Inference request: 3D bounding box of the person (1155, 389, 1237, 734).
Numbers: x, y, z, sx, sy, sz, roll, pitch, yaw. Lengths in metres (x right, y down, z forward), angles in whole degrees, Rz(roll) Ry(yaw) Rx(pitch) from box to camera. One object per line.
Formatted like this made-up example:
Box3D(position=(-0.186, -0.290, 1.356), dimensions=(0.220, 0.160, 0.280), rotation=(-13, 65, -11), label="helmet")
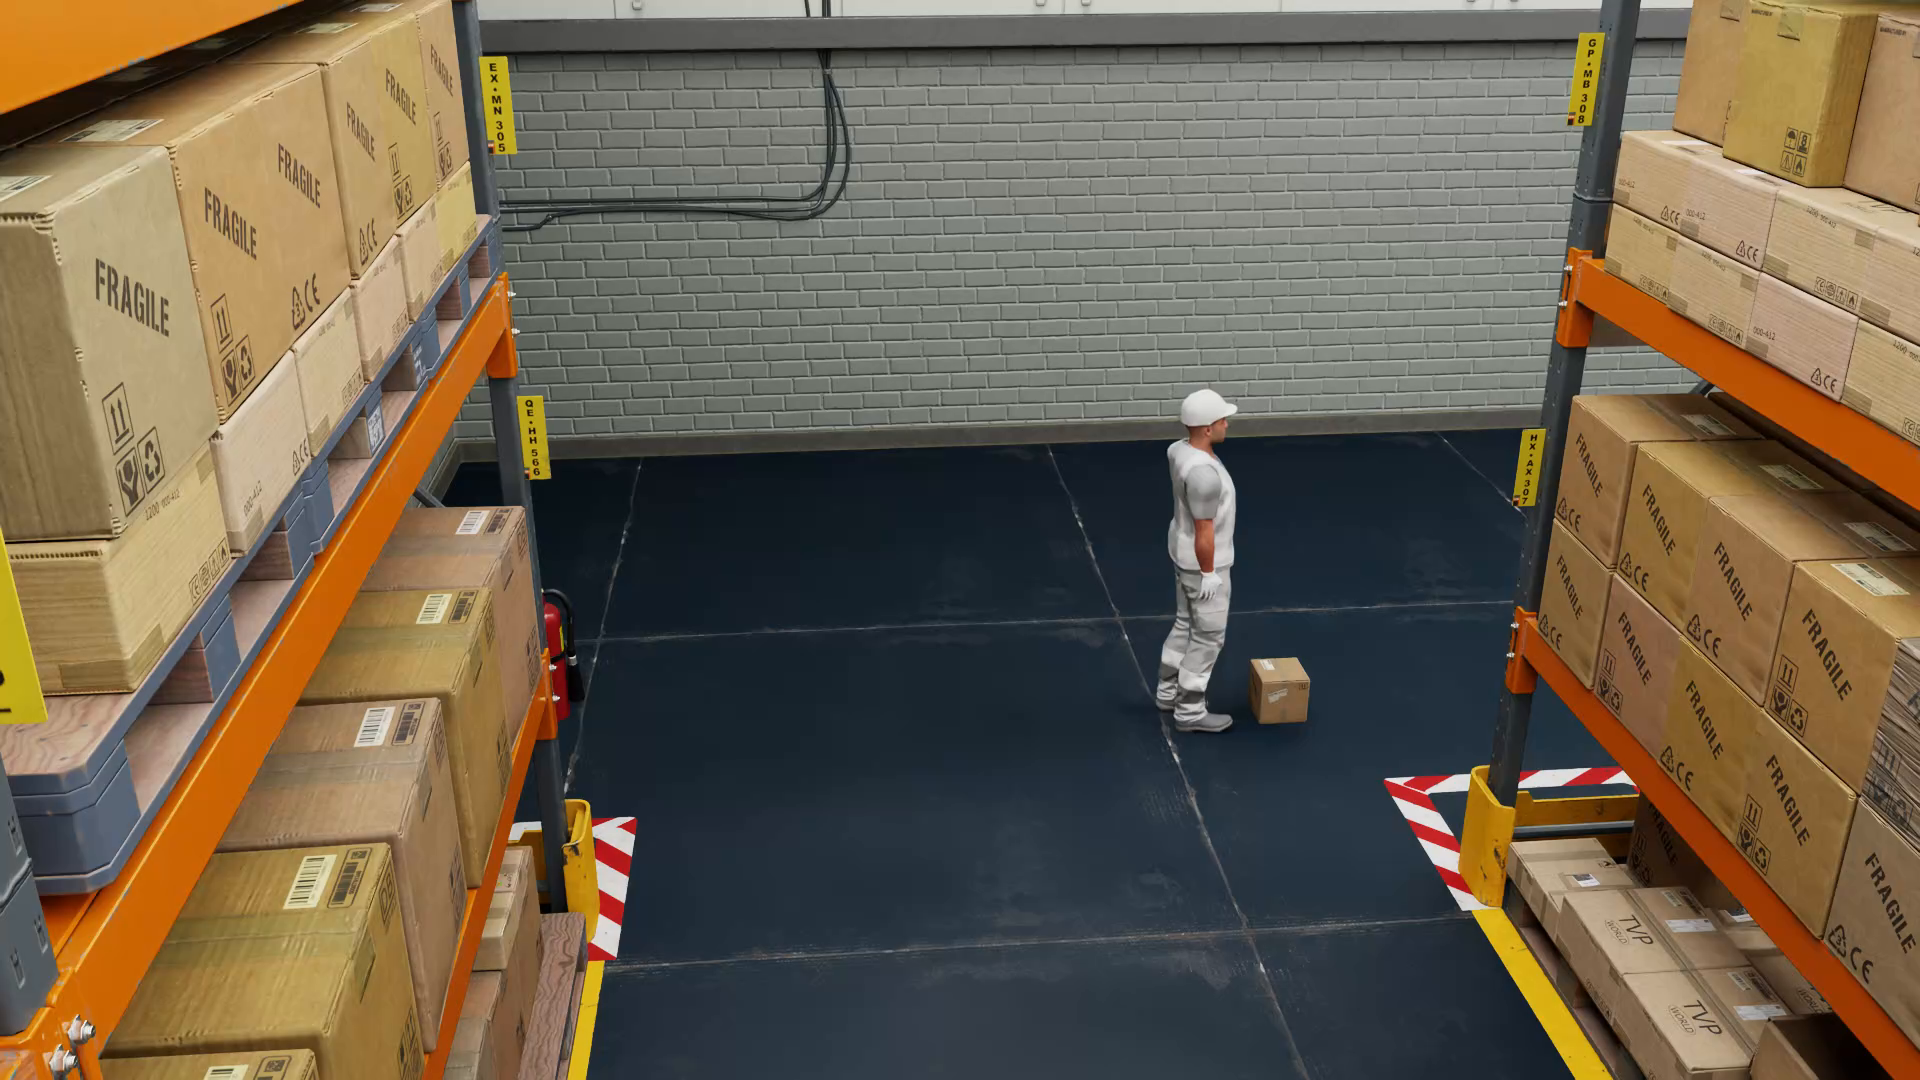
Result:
Box3D(position=(1.215, 0.111, 8.350), dimensions=(0.362, 1.810, 0.524), rotation=(-2, 24, -4), label="person")
